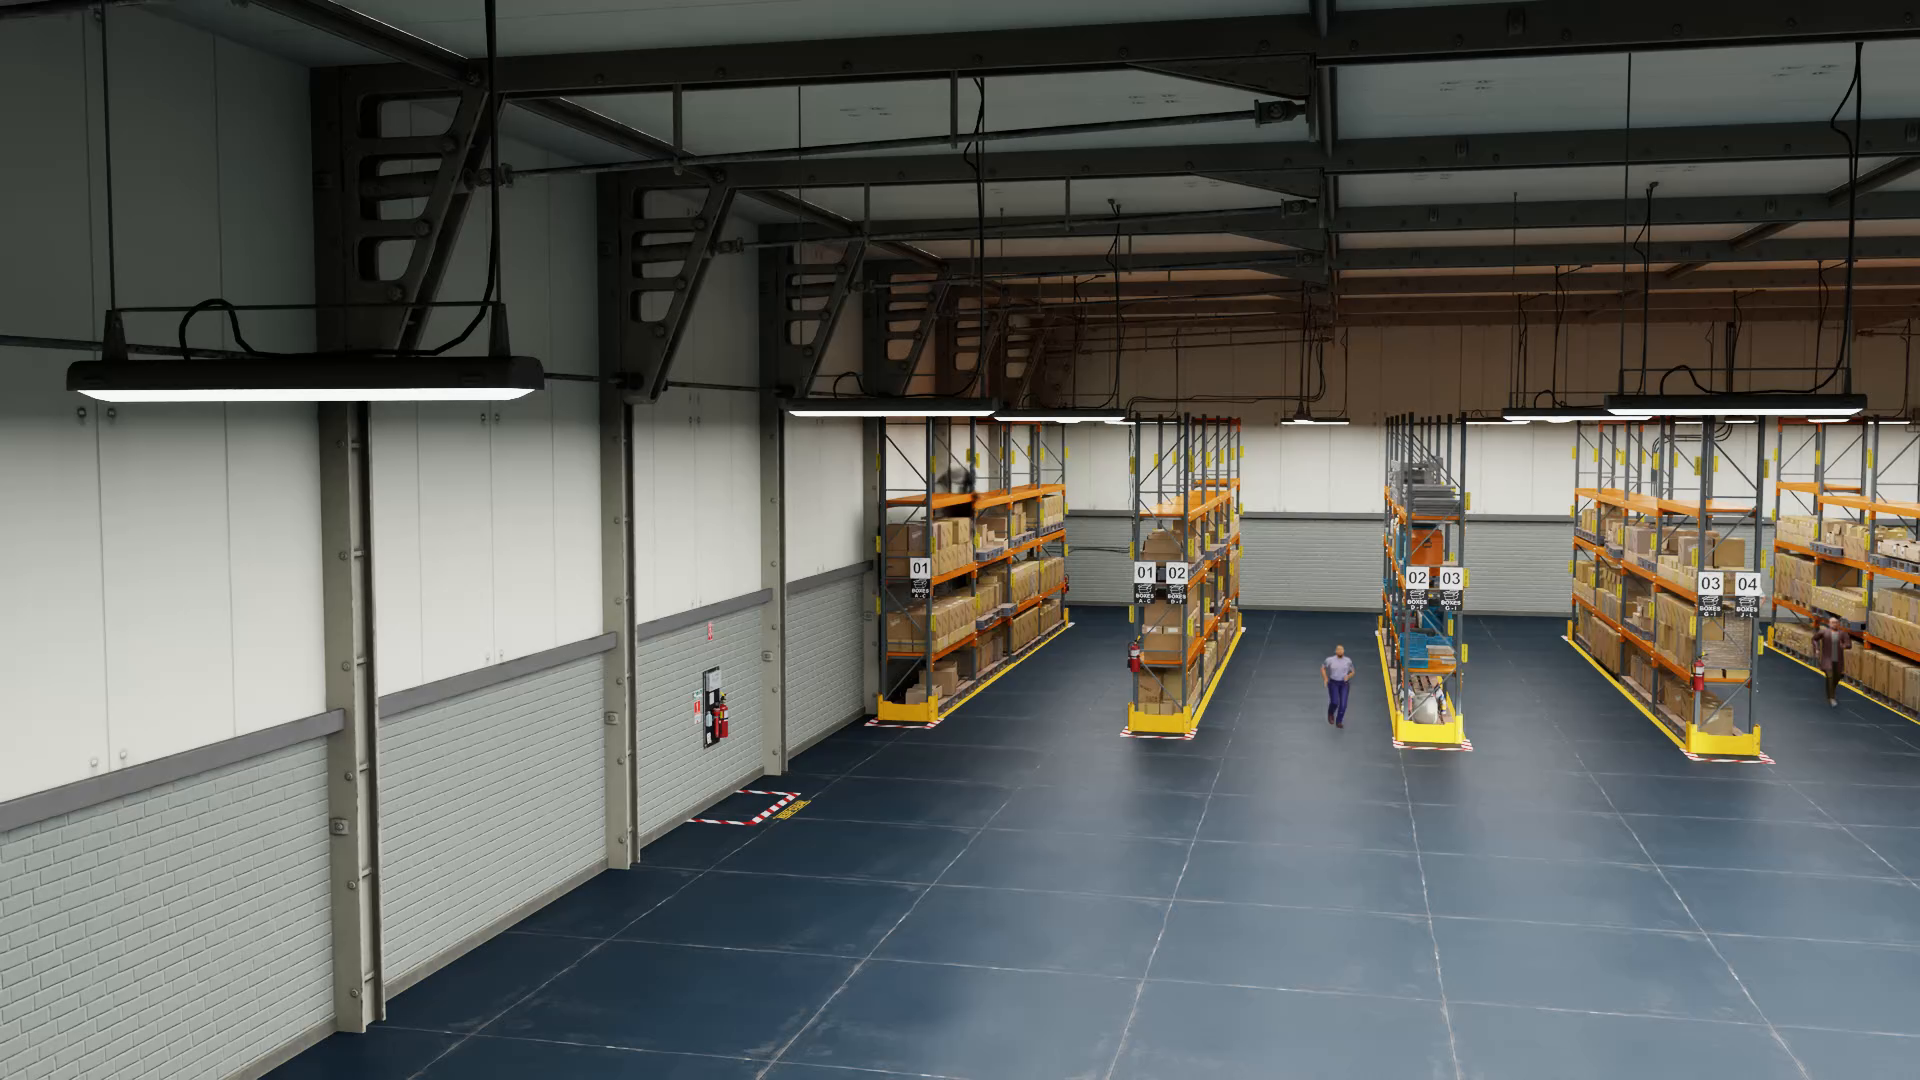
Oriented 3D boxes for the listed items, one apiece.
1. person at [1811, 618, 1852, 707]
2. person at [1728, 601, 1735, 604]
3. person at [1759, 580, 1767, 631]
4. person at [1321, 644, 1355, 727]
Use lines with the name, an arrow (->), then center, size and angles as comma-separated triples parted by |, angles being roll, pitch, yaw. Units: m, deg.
person -> 17.994, 2.484, 34.298 | 0.698, 1.776, 1.054 | 1, 4, 12
person -> 20.434, 1.968, 44.177 | 0.576, 1.585, 0.592 | -2, 4, -24
person -> 21.237, 1.817, 44.927 | 0.941, 1.709, 0.749 | 1, 4, 7
person -> 7.204, 2.780, 31.597 | 0.606, 1.600, 0.556 | 0, 4, 3
